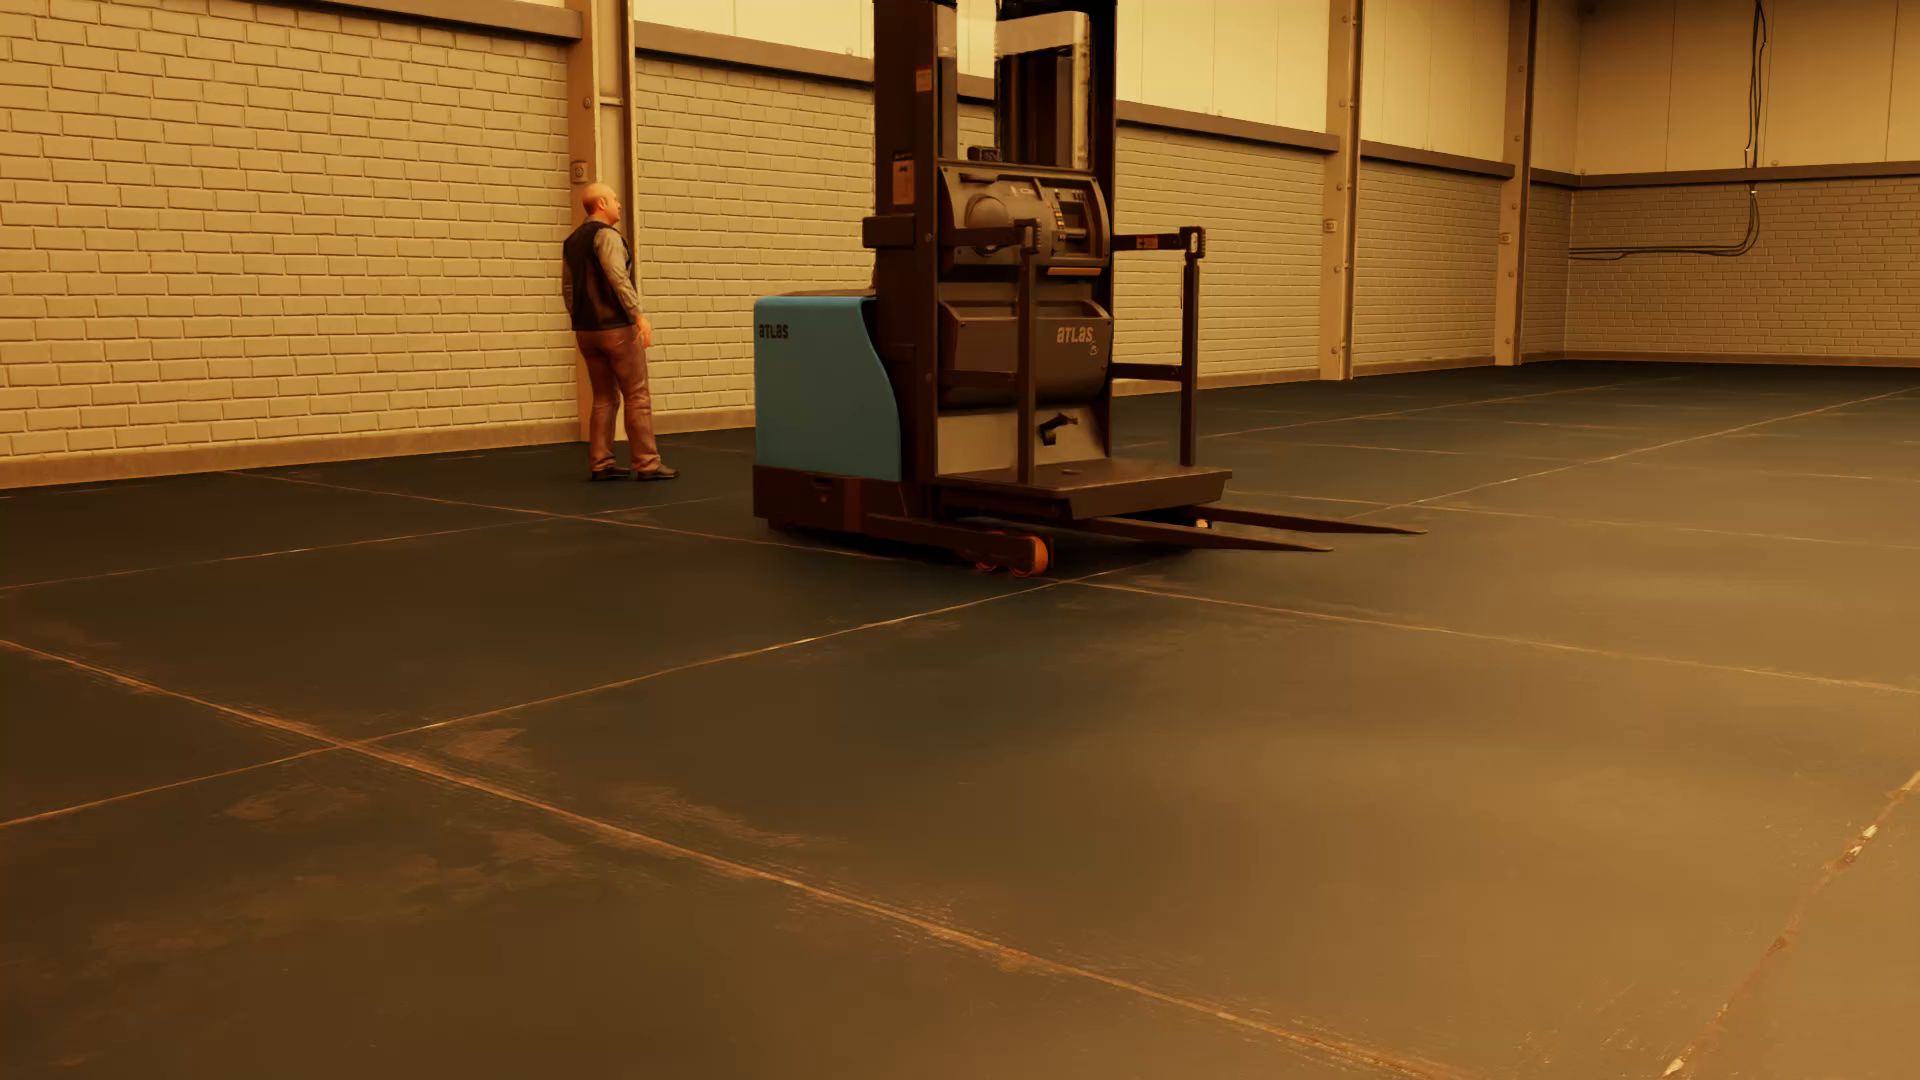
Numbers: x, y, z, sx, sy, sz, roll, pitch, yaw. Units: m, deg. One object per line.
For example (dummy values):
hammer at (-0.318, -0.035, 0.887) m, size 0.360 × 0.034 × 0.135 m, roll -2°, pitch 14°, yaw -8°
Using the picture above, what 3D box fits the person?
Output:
person at (-2.004, -1.215, 9.766) m, size 0.688 × 1.721 × 0.544 m, roll 7°, pitch 11°, yaw 40°

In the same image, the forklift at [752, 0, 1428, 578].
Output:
forklift at (0.426, -1.387, 6.760) m, size 1.130 × 2.935 × 3.031 m, roll -8°, pitch 11°, yaw -43°
